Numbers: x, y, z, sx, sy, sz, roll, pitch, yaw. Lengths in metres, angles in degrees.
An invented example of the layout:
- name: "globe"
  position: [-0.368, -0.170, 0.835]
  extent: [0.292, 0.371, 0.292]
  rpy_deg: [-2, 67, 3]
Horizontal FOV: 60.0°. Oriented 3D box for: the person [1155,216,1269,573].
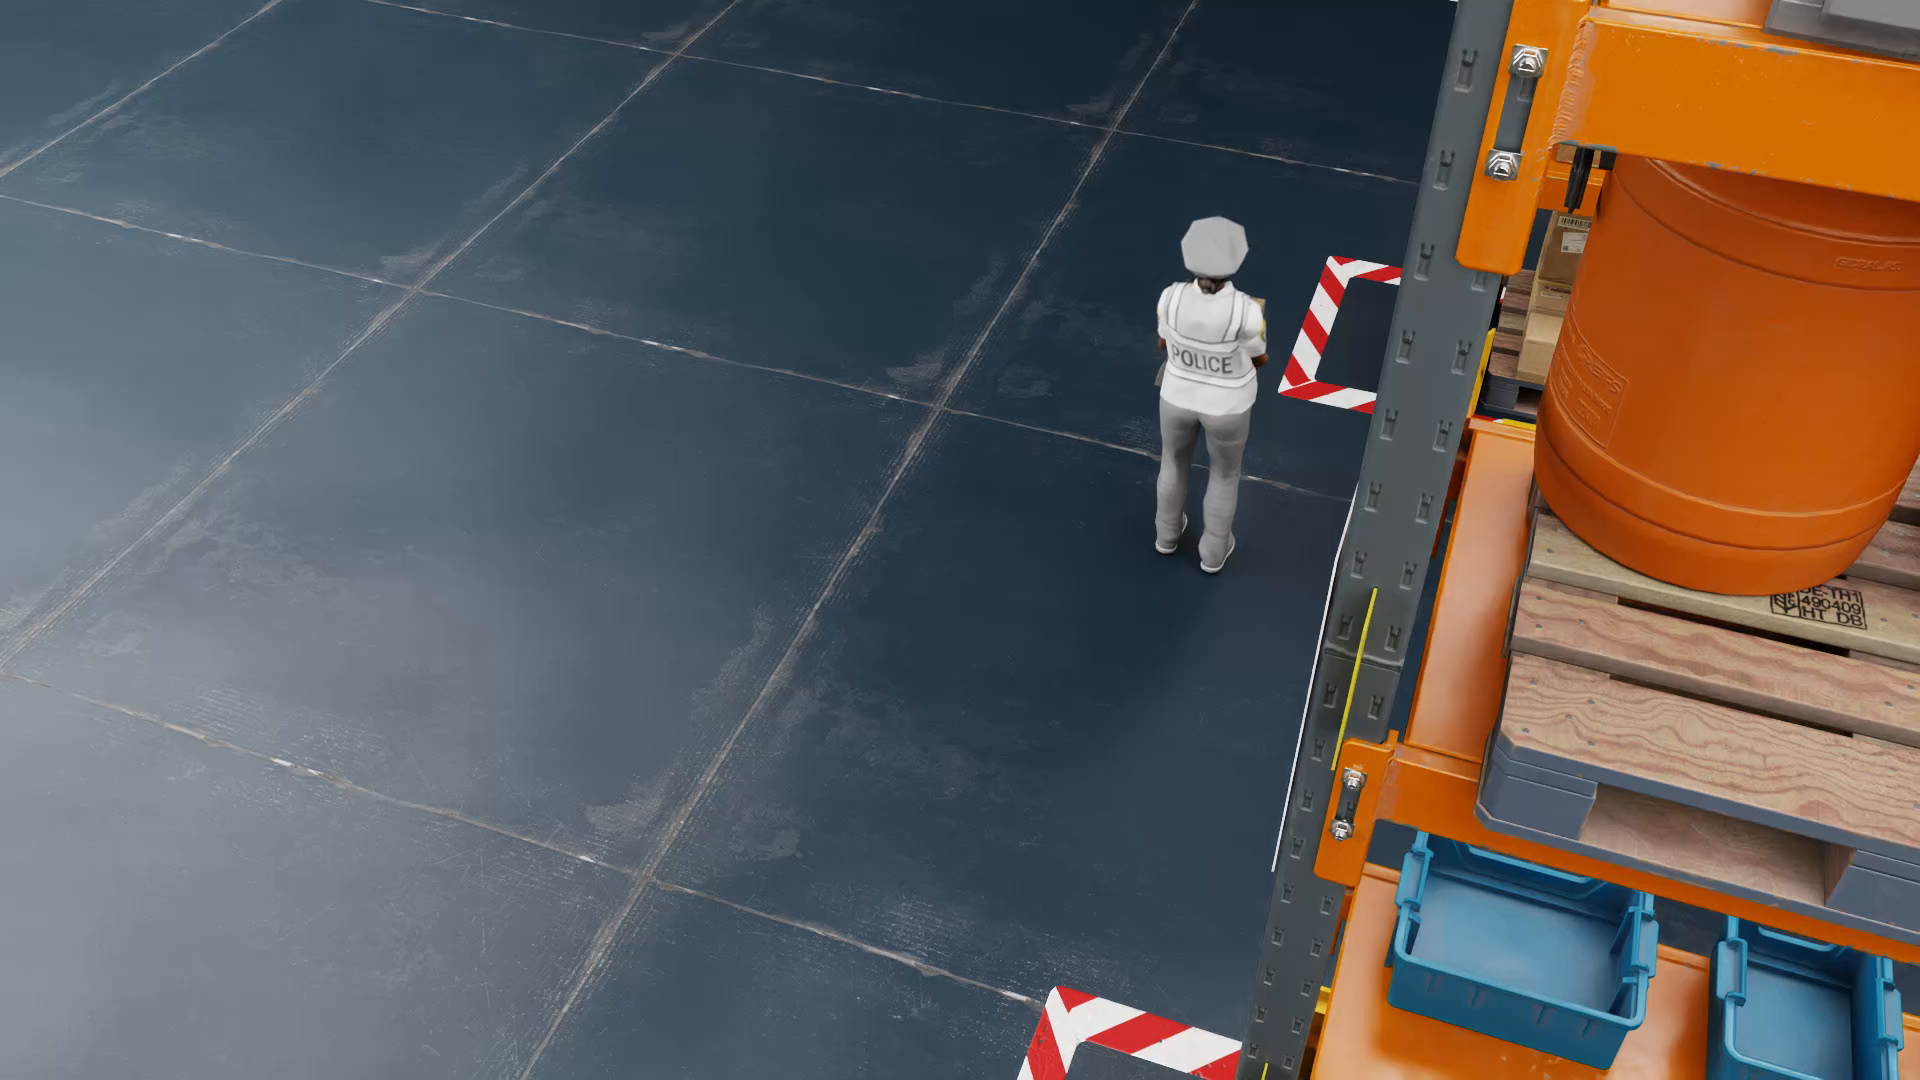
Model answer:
- name: "person"
  position: [1.024, -0.617, 6.834]
  extent: [0.450, 1.683, 0.540]
  rpy_deg: [14, 44, 15]
